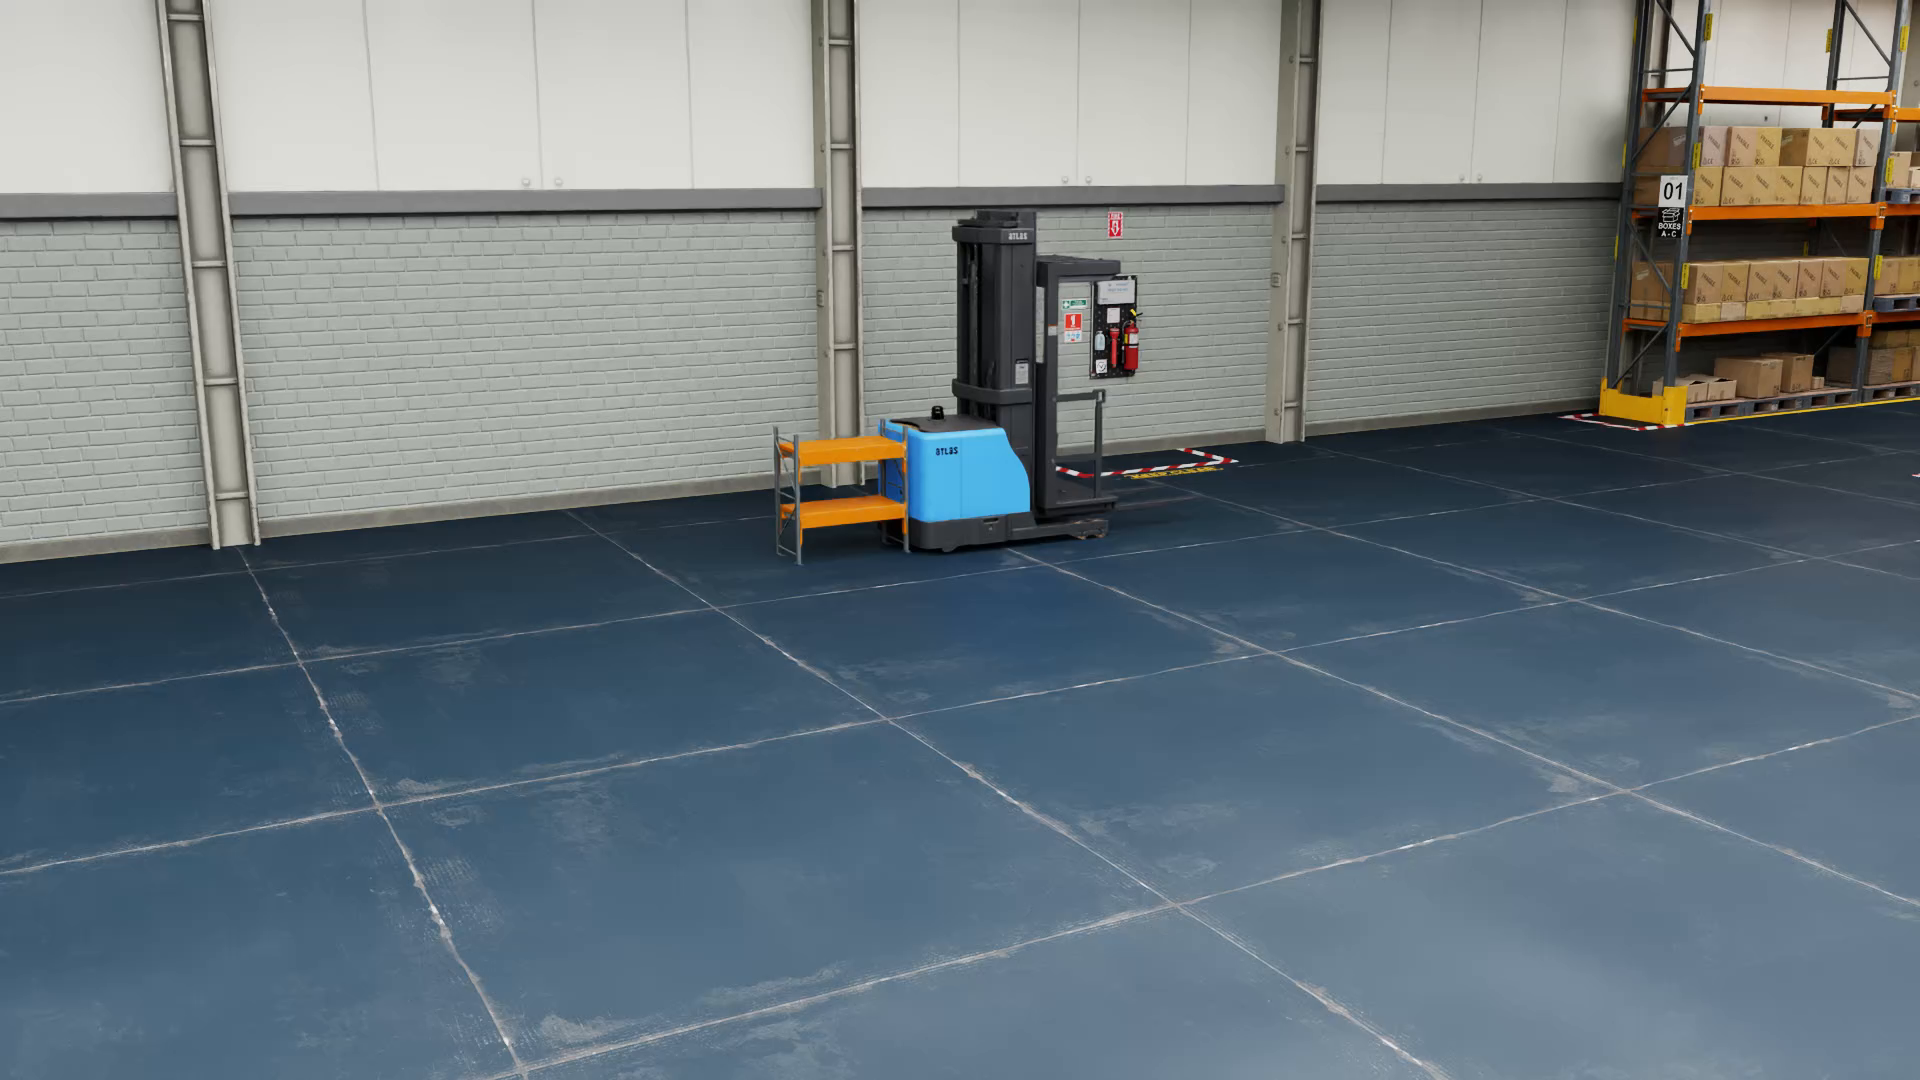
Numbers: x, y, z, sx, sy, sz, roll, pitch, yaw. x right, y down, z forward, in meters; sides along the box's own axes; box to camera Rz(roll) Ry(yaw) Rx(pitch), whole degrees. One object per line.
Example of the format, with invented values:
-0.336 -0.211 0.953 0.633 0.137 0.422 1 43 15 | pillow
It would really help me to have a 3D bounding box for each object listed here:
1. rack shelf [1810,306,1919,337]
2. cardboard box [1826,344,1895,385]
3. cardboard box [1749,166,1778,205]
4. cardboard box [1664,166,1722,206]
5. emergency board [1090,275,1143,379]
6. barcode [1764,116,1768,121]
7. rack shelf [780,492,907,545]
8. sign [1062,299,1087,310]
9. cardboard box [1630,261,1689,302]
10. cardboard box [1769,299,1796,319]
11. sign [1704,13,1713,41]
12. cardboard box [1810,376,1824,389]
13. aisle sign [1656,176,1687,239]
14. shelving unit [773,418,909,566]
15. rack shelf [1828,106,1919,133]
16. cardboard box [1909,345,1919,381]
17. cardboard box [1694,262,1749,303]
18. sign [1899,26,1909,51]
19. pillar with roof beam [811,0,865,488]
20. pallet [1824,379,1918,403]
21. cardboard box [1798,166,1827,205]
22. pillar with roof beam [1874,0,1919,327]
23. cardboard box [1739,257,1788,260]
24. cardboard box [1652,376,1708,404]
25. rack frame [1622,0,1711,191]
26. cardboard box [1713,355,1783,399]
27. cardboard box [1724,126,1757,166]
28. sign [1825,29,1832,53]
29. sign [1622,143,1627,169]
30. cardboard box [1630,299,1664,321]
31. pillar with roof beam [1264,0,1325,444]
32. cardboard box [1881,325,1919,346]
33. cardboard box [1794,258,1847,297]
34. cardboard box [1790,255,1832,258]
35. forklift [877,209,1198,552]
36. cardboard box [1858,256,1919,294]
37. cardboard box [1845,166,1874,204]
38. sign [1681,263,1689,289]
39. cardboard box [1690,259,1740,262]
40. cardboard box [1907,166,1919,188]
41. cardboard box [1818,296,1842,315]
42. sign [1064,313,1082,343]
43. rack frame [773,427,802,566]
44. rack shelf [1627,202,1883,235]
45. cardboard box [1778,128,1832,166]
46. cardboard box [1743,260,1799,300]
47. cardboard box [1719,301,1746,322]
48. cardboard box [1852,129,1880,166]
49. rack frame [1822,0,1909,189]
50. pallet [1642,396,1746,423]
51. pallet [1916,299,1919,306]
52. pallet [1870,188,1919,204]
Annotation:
14.345 -3.364 24.865 4.000 0.370 1.077 -7 14 -28 | rack shelf
13.227 -2.581 24.436 0.500 0.500 0.700 -6 14 -26 | cardboard box
10.434 -4.698 22.048 0.500 0.500 0.500 -6 14 -25 | cardboard box
9.492 -4.593 21.581 0.500 0.500 0.500 -6 14 -26 | cardboard box
1.824 -2.441 19.122 0.643 1.169 0.194 -7 14 -28 | emergency board
11.163 -5.832 23.032 0.075 0.075 0.001 -7 14 -28 | barcode
-1.028 -0.192 14.514 1.000 0.278 0.538 -7 14 -27 | rack shelf
1.298 -2.677 18.885 0.331 0.109 0.001 -7 14 -28 | sign
9.390 -3.477 22.316 0.500 0.500 0.500 -7 14 -28 | cardboard box
11.002 -3.173 22.674 0.500 0.250 0.500 -7 14 -27 | cardboard box
9.338 -6.401 20.747 0.005 0.325 0.100 -7 14 -28 | sign
12.134 -2.275 23.838 0.250 0.166 0.380 -9 16 -35 | cardboard box
9.159 -4.287 21.406 0.004 0.787 0.394 -7 14 -28 | aisle sign
-1.028 -0.430 14.460 1.048 1.125 0.538 -7 14 -27 | shelving unit
14.345 -6.096 24.251 4.000 0.370 1.077 -7 14 -28 | rack shelf
14.124 -2.691 24.924 0.500 0.500 0.700 -7 14 -27 | cardboard box
10.080 -3.429 22.102 0.500 0.500 0.500 -7 14 -28 | cardboard box
12.833 -6.820 22.608 0.005 0.325 0.100 -7 14 -28 | sign
0.808 -4.159 13.095 0.400 9.000 9.100 -7 14 -28 | pillar with roof beam
13.272 -2.227 24.523 1.213 0.211 1.003 -7 14 -28 | pallet
11.346 -4.810 22.544 0.500 0.500 0.500 -7 15 -30 | cardboard box
16.607 -6.053 21.509 0.400 9.000 9.100 -7 14 -28 | pillar with roof beam
11.181 -3.693 23.276 0.500 0.500 0.500 -6 14 -26 | cardboard box
9.729 -2.042 22.475 0.500 0.311 0.500 -9 15 -34 | cardboard box
9.078 -6.011 21.323 0.127 3.000 1.000 -7 14 -28 | rack frame
10.897 -2.262 23.021 0.500 0.500 0.700 -8 15 -31 | cardboard box
9.997 -5.131 21.693 0.500 0.500 0.500 -7 14 -29 | cardboard box
12.318 -7.071 23.545 0.005 0.325 0.100 -7 14 -28 | sign
8.830 -5.089 22.040 0.005 0.325 0.100 -7 14 -28 | sign
9.396 -3.107 22.380 0.500 0.250 0.500 -7 14 -27 | cardboard box
6.075 -4.790 15.900 0.400 9.000 9.100 -7 14 -28 | pillar with roof beam
14.067 -3.049 24.809 0.500 0.250 0.500 -7 15 -29 | cardboard box
11.887 -3.644 23.059 0.500 0.500 0.500 -7 14 -28 | cardboard box
12.077 -3.798 23.743 0.500 0.500 0.500 -7 15 -29 | cardboard box
0.787 -1.528 15.225 3.031 2.935 1.130 -7 14 -27 | forklift
13.546 -3.873 24.256 0.500 0.500 0.700 -5 14 -22 | cardboard box
12.262 -4.926 23.060 0.500 0.500 0.500 -6 14 -26 | cardboard box
9.338 -3.402 21.422 0.005 0.325 0.100 -7 14 -28 | sign
10.288 -3.583 22.788 0.500 0.500 0.500 -7 15 -29 | cardboard box
13.648 -5.237 23.961 0.500 0.311 0.500 -6 14 -26 | cardboard box
11.877 -3.282 23.159 0.500 0.250 0.500 -7 14 -28 | cardboard box
1.290 -2.420 18.948 0.234 0.329 0.001 -7 14 -28 | sign
-1.478 -0.379 14.229 0.032 1.125 0.500 -7 14 -27 | rack frame
10.834 -4.407 22.666 4.000 0.370 1.077 -7 14 -28 | rack shelf
11.350 -5.293 22.414 0.500 0.500 0.500 -7 15 -30 | cardboard box
10.984 -3.539 22.589 0.500 0.500 0.500 -6 14 -26 | cardboard box
10.108 -3.068 22.207 0.500 0.250 0.500 -7 15 -30 | cardboard box
12.279 -5.410 22.933 0.500 0.500 0.500 -8 15 -33 | cardboard box
12.589 -6.432 23.193 0.127 3.000 1.000 -7 14 -28 | rack frame
9.875 -1.810 22.673 1.213 0.211 1.003 -7 14 -28 | pallet
14.382 -3.616 24.782 1.213 0.211 1.003 -7 14 -28 | pallet
13.182 -4.921 23.740 1.003 0.211 1.213 -7 14 -28 | pallet
